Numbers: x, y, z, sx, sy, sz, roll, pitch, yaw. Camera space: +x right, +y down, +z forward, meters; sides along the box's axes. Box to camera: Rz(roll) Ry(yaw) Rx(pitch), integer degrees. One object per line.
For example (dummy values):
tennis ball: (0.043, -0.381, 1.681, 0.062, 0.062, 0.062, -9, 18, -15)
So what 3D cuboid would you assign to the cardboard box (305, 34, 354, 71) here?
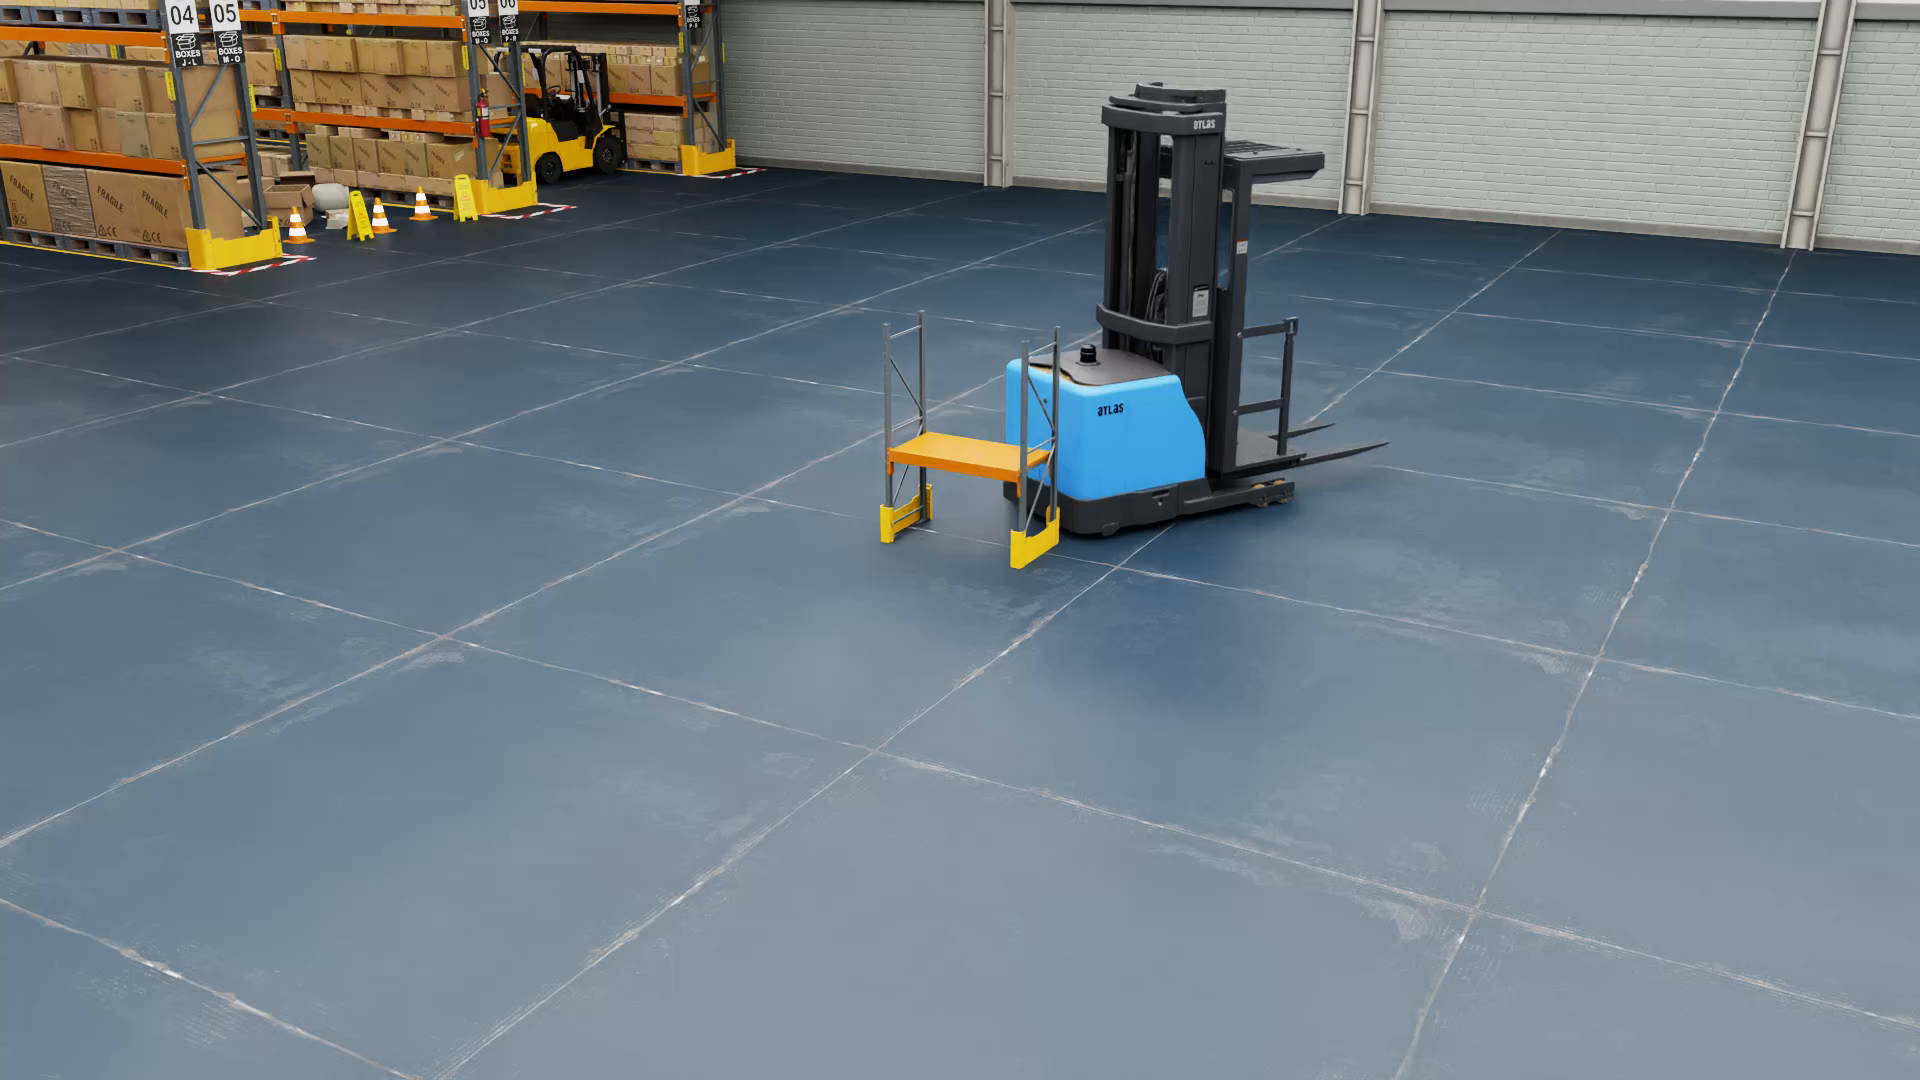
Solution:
cardboard box: (-9.624, -7.520, 25.648, 0.500, 0.500, 0.700, 11, 23, 28)

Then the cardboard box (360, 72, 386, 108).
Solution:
cardboard box: (-8.757, -6.881, 25.352, 0.500, 0.500, 0.500, 11, 23, 28)

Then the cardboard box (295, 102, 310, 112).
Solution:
cardboard box: (-10.220, -6.826, 26.153, 0.250, 0.149, 0.380, 11, 23, 27)

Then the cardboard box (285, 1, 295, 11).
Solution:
cardboard box: (-10.184, -8.258, 25.701, 0.250, 0.149, 0.380, 10, 22, 26)

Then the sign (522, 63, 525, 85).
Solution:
sign: (-6.582, -6.995, 24.982, 0.005, 0.325, 0.100, 11, 23, 27)

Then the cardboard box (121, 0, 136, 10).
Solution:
cardboard box: (-9.847, -6.469, 20.008, 0.250, 0.149, 0.380, 11, 23, 28)

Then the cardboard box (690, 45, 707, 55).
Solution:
cardboard box: (-4.618, -8.516, 28.910, 0.250, 0.149, 0.380, 10, 22, 26)

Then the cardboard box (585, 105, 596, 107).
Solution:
cardboard box: (-6.947, -7.841, 30.533, 0.500, 0.250, 0.500, 10, 22, 27)

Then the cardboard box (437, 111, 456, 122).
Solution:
cardboard box: (-7.552, -6.316, 24.748, 0.250, 0.149, 0.380, 10, 22, 27)

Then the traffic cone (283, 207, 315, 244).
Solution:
traffic cone: (-8.943, -4.255, 22.416, 0.334, 0.463, 0.336, 11, 23, 27)

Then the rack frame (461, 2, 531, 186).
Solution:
rack frame: (-6.846, -6.427, 24.684, 0.127, 3.000, 1.000, 11, 23, 27)

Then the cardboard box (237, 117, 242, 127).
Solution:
cardboard box: (-14.592, -8.776, 34.209, 0.500, 0.500, 0.500, 12, 23, 30)

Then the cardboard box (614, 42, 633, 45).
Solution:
cardboard box: (-5.954, -8.782, 29.643, 0.250, 0.149, 0.380, 11, 23, 28)

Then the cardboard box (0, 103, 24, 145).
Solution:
cardboard box: (-12.336, -5.614, 22.224, 0.550, 0.550, 0.875, 11, 23, 27)

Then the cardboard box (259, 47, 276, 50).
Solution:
cardboard box: (-11.470, -7.809, 27.296, 0.500, 0.500, 0.500, 11, 22, 27)

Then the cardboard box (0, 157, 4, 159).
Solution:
cardboard box: (-14.090, -4.980, 23.377, 0.750, 0.750, 1.050, 11, 23, 27)

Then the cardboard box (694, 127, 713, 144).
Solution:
cardboard box: (-4.738, -7.185, 29.457, 0.500, 0.250, 0.500, 11, 23, 28)

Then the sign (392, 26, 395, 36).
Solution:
sign: (-11.145, -9.946, 32.686, 0.005, 0.325, 0.100, 11, 23, 27)

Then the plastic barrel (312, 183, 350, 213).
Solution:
plastic barrel: (-9.388, -5.109, 24.828, 0.512, 0.421, 0.421, -7, 21, -20)

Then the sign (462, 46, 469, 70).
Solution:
sign: (-7.134, -6.958, 23.986, 0.005, 0.325, 0.100, 11, 23, 27)

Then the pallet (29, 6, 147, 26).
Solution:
pallet: (-10.894, -6.628, 20.969, 1.213, 0.211, 1.003, 11, 23, 27)

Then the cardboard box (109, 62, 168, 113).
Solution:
cardboard box: (-10.002, -5.652, 20.744, 0.550, 0.550, 0.875, 11, 23, 27)

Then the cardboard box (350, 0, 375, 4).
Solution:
cardboard box: (-8.760, -8.163, 24.856, 0.500, 0.250, 0.500, 11, 23, 28)

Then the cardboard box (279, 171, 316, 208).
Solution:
cardboard box: (-10.066, -5.335, 25.335, 0.500, 0.500, 0.500, -7, 21, -20)

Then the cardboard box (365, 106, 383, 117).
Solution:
cardboard box: (-8.874, -6.577, 25.466, 0.250, 0.149, 0.380, 11, 23, 27)

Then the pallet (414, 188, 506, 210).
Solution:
pallet: (-7.604, -5.274, 25.596, 1.213, 0.211, 1.003, 11, 23, 27)

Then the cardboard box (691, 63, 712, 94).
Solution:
cardboard box: (-4.726, -8.117, 29.197, 0.500, 0.500, 0.500, 12, 23, 29)

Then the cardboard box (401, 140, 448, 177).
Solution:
cardboard box: (-8.130, -5.826, 25.343, 0.500, 0.500, 0.500, 12, 23, 29)

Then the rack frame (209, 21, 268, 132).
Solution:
rack frame: (-14.905, -9.901, 34.261, 0.127, 3.000, 1.000, 11, 23, 27)

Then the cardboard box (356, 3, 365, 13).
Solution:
cardboard box: (-8.837, -8.002, 24.996, 0.250, 0.149, 0.380, 11, 23, 28)

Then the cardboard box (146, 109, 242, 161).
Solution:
cardboard box: (-9.518, -5.055, 20.682, 0.550, 0.550, 0.875, 11, 23, 27)

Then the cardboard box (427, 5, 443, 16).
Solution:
cardboard box: (-7.527, -7.727, 24.236, 0.250, 0.149, 0.380, 11, 23, 28)

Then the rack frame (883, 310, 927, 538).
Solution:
rack frame: (-0.369, -0.775, 11.303, 0.032, 1.500, 0.500, 11, 23, 27)

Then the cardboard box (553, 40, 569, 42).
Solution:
cardboard box: (-7.296, -9.045, 30.367, 0.250, 0.149, 0.380, 10, 22, 26)

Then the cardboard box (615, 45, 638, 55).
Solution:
cardboard box: (-5.779, -8.535, 28.961, 0.250, 0.149, 0.380, 11, 23, 29)

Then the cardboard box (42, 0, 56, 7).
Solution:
cardboard box: (-11.184, -6.723, 20.708, 0.250, 0.149, 0.380, 11, 23, 28)

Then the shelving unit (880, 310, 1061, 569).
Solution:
shelving unit: (0.067, -0.692, 11.074, 1.083, 1.500, 0.587, 11, 23, 27)

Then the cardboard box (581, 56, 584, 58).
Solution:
cardboard box: (-6.667, -8.570, 29.493, 0.250, 0.149, 0.380, 10, 22, 26)

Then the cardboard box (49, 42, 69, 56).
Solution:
cardboard box: (-15.291, -8.450, 28.648, 0.500, 0.500, 0.500, 11, 23, 27)

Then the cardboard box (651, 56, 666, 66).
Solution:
cardboard box: (-5.105, -8.265, 28.653, 0.250, 0.149, 0.380, 11, 23, 28)

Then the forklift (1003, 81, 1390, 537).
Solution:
forklift: (1.841, -1.755, 11.904, 3.031, 2.935, 1.130, -12, 23, -29)

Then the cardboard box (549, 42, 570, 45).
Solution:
cardboard box: (-7.113, -8.791, 29.667, 0.250, 0.149, 0.380, 11, 23, 28)

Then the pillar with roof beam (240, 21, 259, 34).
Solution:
pillar with roof beam: (-17.173, -11.823, 30.763, 0.400, 9.000, 9.100, 11, 23, 27)

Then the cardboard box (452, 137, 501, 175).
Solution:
cardboard box: (-7.436, -5.904, 25.560, 0.500, 0.500, 0.500, 10, 22, 26)

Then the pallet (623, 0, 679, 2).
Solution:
pallet: (-5.033, -9.399, 28.608, 1.213, 0.211, 1.003, 11, 23, 27)

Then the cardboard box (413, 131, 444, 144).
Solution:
cardboard box: (-8.026, -6.086, 25.109, 0.250, 0.149, 0.380, 12, 23, 29)

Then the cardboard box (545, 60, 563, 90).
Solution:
cardboard box: (-7.198, -8.384, 29.933, 0.500, 0.500, 0.500, 11, 23, 28)

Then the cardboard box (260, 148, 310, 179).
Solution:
cardboard box: (-10.797, -6.141, 27.132, 0.625, 0.372, 0.950, 11, 23, 28)

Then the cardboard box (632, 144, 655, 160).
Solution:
cardboard box: (-5.422, -6.880, 29.348, 0.500, 0.250, 0.500, 11, 23, 27)

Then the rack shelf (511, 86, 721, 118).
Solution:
rack shelf: (-6.175, -7.900, 29.799, 4.000, 0.370, 1.077, 11, 23, 27)

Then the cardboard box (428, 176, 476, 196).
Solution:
cardboard box: (-7.704, -5.390, 25.242, 0.500, 0.250, 0.500, 11, 23, 27)

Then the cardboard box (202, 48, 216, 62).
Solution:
cardboard box: (-12.192, -7.741, 27.109, 0.500, 0.500, 0.500, 10, 22, 25)
